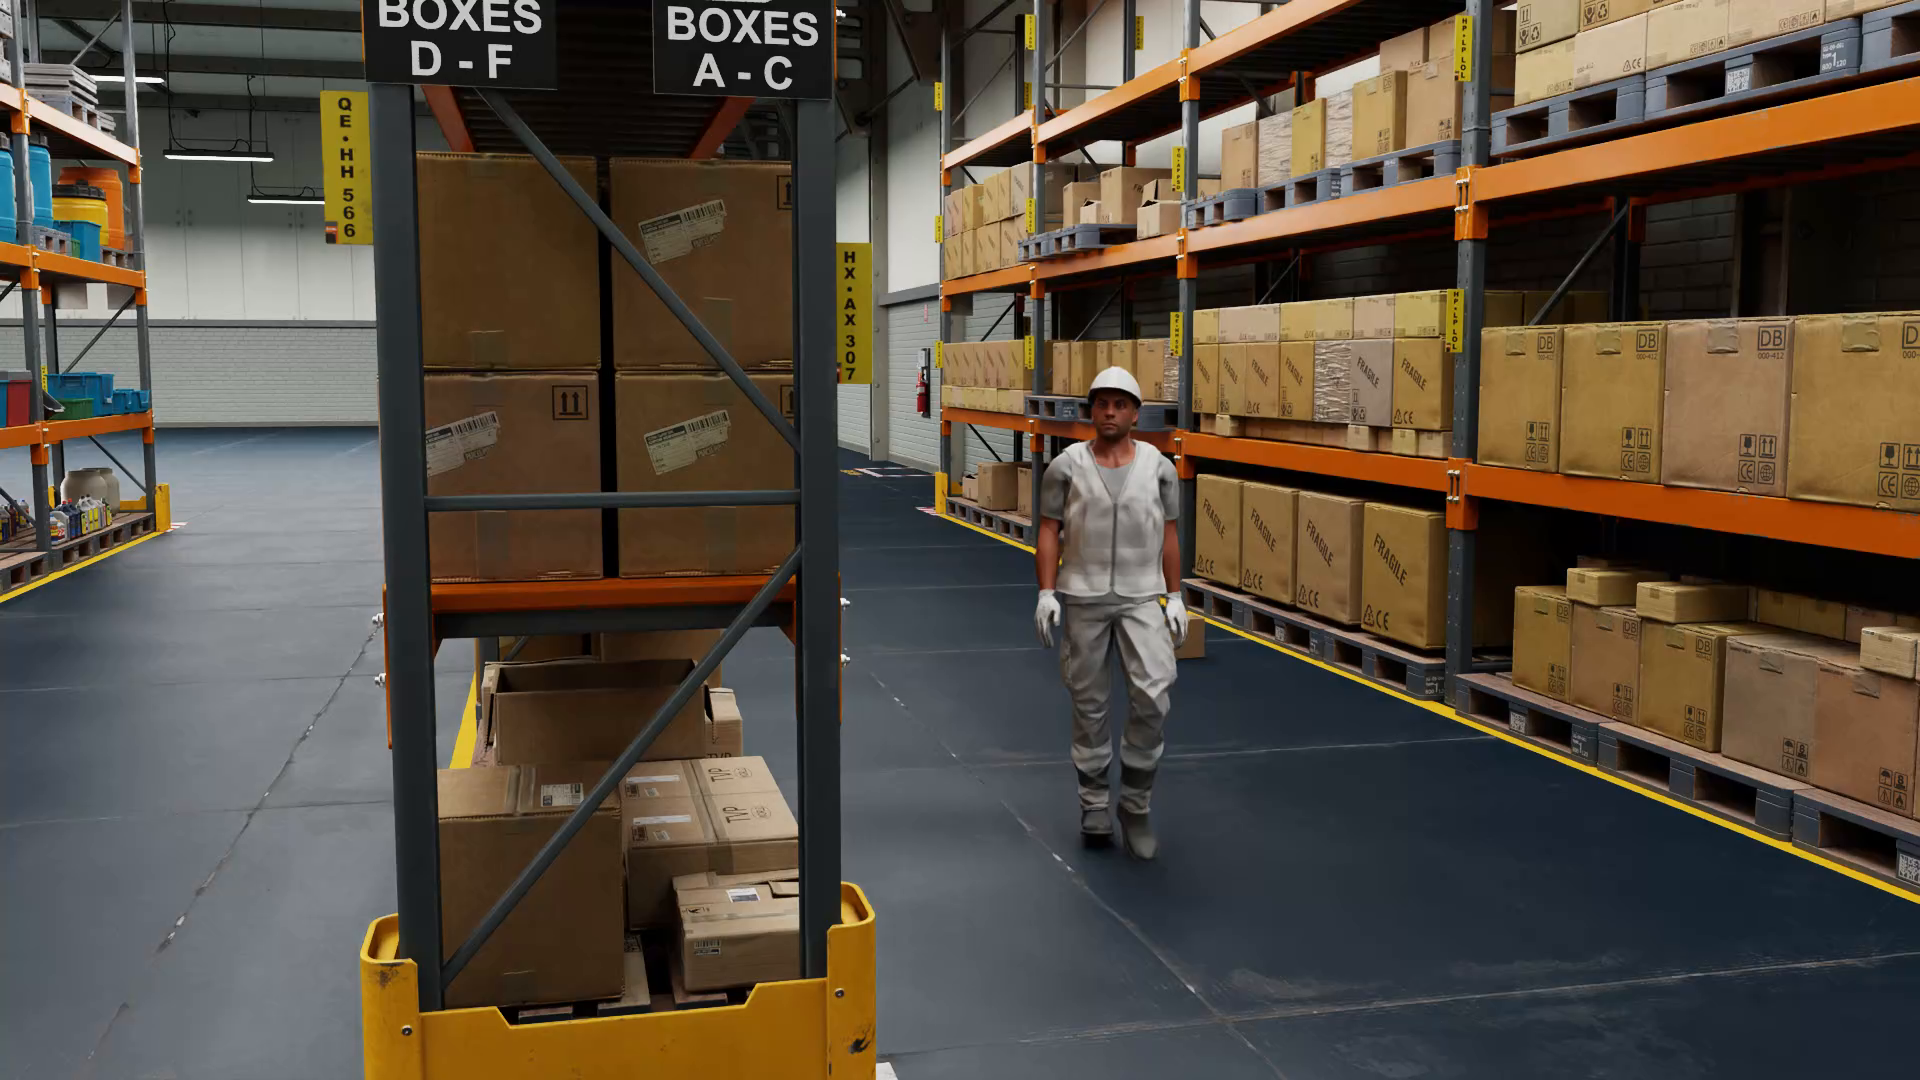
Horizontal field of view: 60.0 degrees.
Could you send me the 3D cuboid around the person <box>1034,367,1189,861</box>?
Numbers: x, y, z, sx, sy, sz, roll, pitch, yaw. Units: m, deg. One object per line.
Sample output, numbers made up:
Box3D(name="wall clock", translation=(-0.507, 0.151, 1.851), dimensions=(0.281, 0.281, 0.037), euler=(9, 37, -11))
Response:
Box3D(name="person", translation=(0.571, 0.273, 6.202), dimensions=(0.589, 1.833, 0.501), euler=(0, 6, 2))
